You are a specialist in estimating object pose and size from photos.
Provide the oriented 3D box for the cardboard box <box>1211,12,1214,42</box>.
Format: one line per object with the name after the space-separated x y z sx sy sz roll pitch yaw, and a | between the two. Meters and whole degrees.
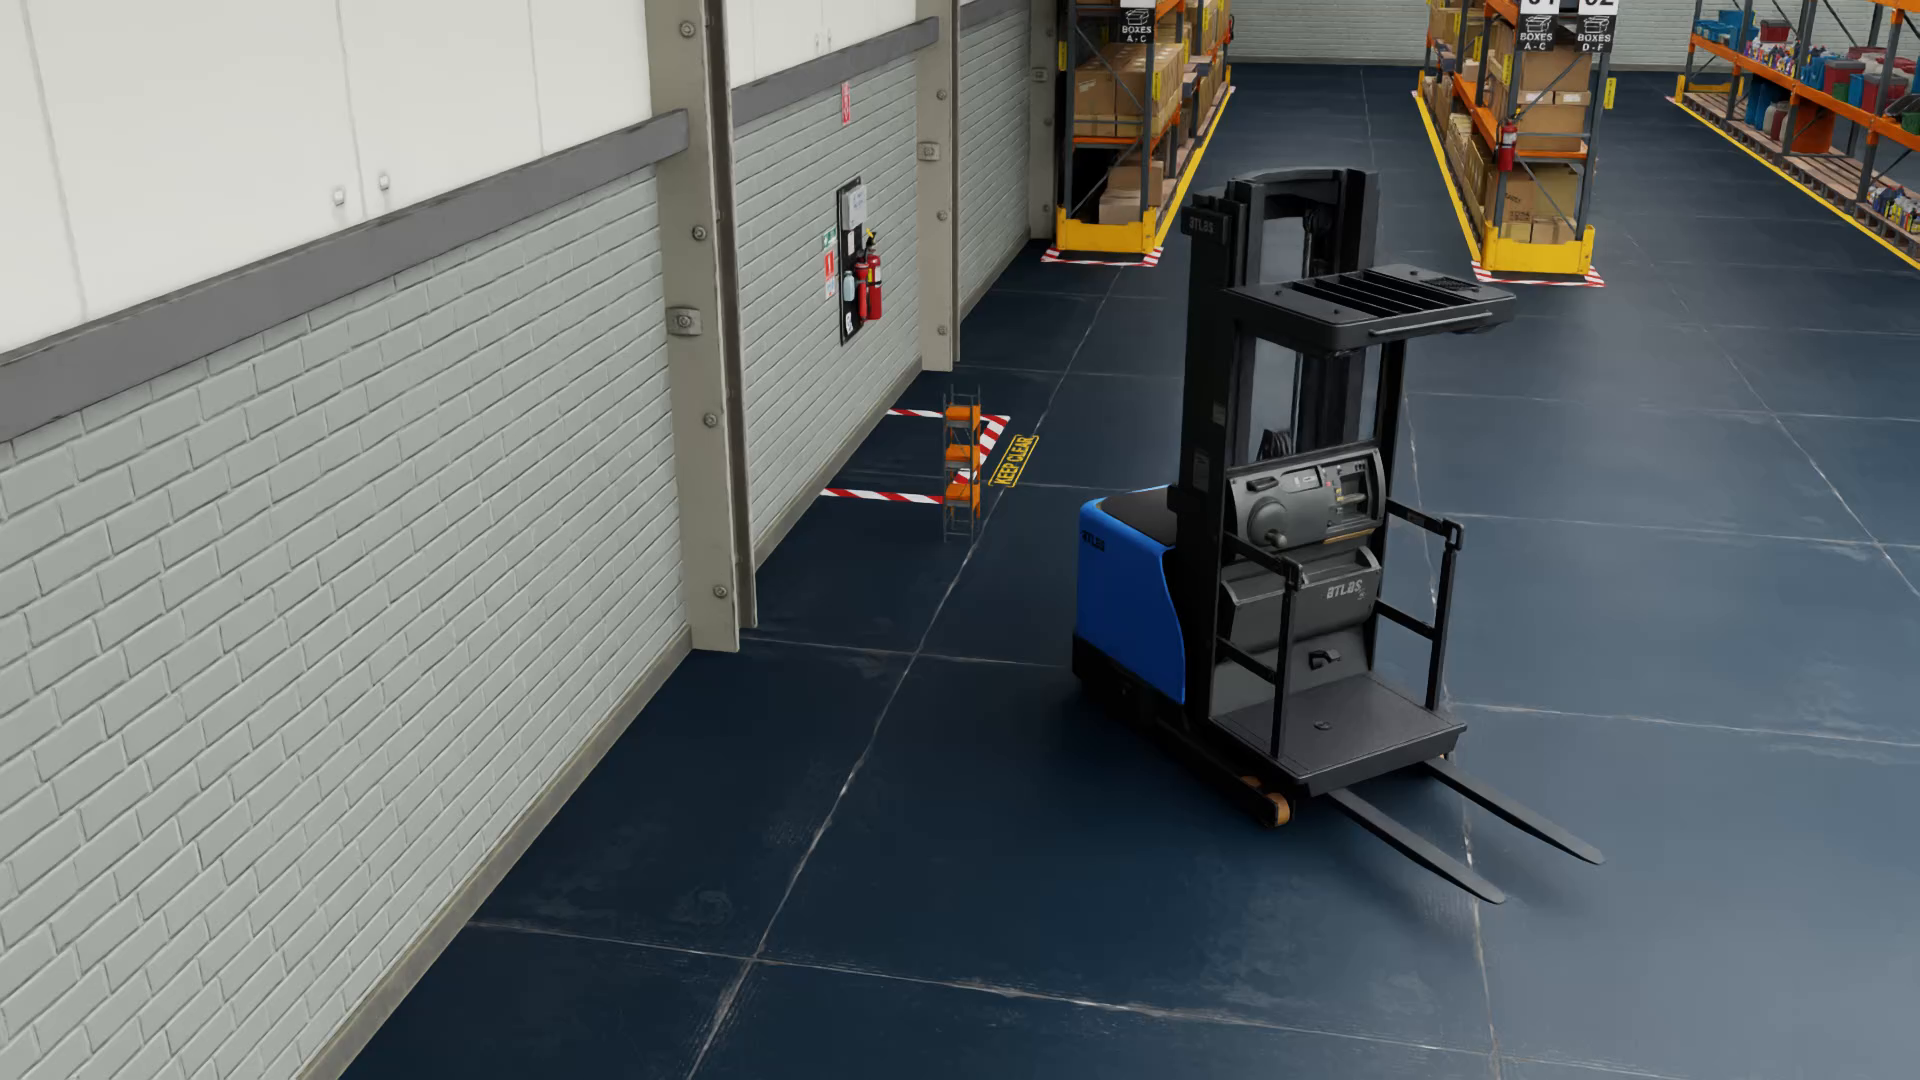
4.132 -8.909 28.900 0.500 0.500 0.500 4 22 11 | cardboard box

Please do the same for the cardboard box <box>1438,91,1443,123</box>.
8.491 -7.406 28.483 0.500 0.500 0.500 5 22 12 | cardboard box

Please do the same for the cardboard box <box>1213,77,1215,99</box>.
4.438 -8.575 31.413 0.700 0.500 0.500 5 22 12 | cardboard box

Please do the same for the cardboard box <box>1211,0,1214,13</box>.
4.122 -9.252 28.748 0.500 0.250 0.500 5 22 12 | cardboard box

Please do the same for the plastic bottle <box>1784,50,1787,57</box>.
13.144 -7.657 26.506 0.061 0.283 0.133 4 22 11 | plastic bottle

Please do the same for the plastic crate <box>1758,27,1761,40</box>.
14.375 -9.036 29.852 0.437 0.282 0.530 4 22 11 | plastic crate

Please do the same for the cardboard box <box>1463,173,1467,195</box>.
7.011 -4.745 22.237 0.500 0.250 0.500 4 22 11 | cardboard box

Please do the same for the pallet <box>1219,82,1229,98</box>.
4.915 -9.145 33.777 1.003 0.211 1.213 4 22 11 | pallet

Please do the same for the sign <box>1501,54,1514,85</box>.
6.058 -5.202 18.388 0.100 0.325 0.005 4 22 11 | sign

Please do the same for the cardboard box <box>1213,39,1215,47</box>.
4.365 -8.927 29.814 0.380 0.149 0.250 5 22 12 | cardboard box

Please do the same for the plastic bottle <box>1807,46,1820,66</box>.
13.615 -7.694 26.508 0.144 0.351 0.185 4 22 11 | plastic bottle

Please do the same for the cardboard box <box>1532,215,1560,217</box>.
7.012 -3.790 19.868 0.500 0.250 0.500 4 22 11 | cardboard box

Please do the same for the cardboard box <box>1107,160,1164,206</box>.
2.280 -4.649 21.638 0.700 0.500 0.500 3 22 8 | cardboard box

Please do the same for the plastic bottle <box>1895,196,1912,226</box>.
11.517 -4.012 20.257 0.144 0.351 0.185 5 23 13 | plastic bottle

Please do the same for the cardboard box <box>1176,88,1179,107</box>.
2.643 -5.910 22.186 0.500 0.250 0.500 5 22 11 | cardboard box

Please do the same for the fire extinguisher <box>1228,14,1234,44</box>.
5.484 -10.548 34.131 0.296 0.674 0.183 4 22 11 | fire extinguisher

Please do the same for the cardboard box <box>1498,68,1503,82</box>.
6.899 -5.764 20.648 0.380 0.149 0.250 4 22 9 | cardboard box

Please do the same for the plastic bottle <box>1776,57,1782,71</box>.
12.960 -7.518 26.272 0.097 0.201 0.097 0 22 0 | plastic bottle

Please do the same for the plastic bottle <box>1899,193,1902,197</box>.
11.769 -4.205 20.844 0.097 0.271 0.097 0 22 0 | plastic bottle

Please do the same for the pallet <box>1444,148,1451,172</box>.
8.013 -5.843 25.579 1.003 0.211 1.213 4 22 11 | pallet

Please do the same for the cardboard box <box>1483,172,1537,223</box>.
6.405 -3.995 19.372 0.500 0.500 0.500 4 22 11 | cardboard box

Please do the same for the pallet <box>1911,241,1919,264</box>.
11.575 -3.164 18.928 1.003 0.211 1.213 4 22 11 | pallet

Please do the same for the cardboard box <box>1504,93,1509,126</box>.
6.904 -5.098 19.864 0.700 0.500 0.500 5 22 11 | cardboard box

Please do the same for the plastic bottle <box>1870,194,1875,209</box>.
11.715 -4.341 21.274 0.097 0.201 0.097 0 22 0 | plastic bottle

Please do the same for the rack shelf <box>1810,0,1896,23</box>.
12.659 -7.382 22.615 1.077 0.370 4.000 4 22 11 | rack shelf

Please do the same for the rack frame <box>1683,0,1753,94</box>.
14.700 -9.981 32.122 1.000 3.000 0.127 4 22 11 | rack frame

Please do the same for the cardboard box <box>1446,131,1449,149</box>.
7.824 -6.185 25.813 0.500 0.250 0.500 4 22 11 | cardboard box

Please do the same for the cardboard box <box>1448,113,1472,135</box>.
7.824 -6.445 25.709 0.500 0.311 0.500 5 23 13 | cardboard box

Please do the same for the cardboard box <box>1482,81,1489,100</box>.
7.402 -6.245 23.024 0.396 0.266 0.258 4 22 10 | cardboard box

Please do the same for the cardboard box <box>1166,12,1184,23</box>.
3.328 -8.234 26.191 0.380 0.149 0.250 2 22 4 | cardboard box

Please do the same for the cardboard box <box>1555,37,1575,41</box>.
6.807 -5.539 19.221 0.700 0.500 0.500 4 22 10 | cardboard box

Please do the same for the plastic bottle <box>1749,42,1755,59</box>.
13.338 -8.229 27.944 0.097 0.271 0.097 0 22 0 | plastic bottle

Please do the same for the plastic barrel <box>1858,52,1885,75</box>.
13.066 -6.715 23.862 0.421 0.512 0.421 0 22 0 | plastic barrel

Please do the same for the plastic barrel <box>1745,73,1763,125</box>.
13.756 -7.542 28.312 0.600 0.901 0.708 4 22 11 | plastic barrel

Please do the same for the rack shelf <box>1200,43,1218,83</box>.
3.777 -8.209 28.683 1.077 0.370 4.000 4 22 11 | rack shelf

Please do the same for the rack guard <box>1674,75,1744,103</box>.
14.692 -8.832 32.613 1.175 0.500 0.348 4 22 11 | rack guard

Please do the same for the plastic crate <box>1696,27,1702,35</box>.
14.180 -9.711 31.722 0.250 0.136 0.298 4 22 11 | plastic crate

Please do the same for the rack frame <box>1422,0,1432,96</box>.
9.851 -10.360 33.063 1.000 3.000 0.127 4 22 11 | rack frame

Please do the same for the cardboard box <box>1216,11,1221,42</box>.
4.312 -9.610 30.798 0.980 0.700 0.700 5 22 12 | cardboard box

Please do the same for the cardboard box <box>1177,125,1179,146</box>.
3.054 -6.409 26.008 0.700 0.500 0.500 4 22 11 | cardboard box

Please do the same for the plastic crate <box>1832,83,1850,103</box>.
12.330 -6.153 22.899 0.450 0.188 0.662 4 22 11 | plastic crate

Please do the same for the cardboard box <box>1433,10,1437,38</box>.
9.194 -9.709 31.313 0.500 0.500 0.500 5 22 12 | cardboard box

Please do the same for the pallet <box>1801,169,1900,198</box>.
12.620 -5.037 23.578 1.003 0.211 1.213 4 22 11 | pallet

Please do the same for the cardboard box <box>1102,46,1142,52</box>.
2.143 -6.291 22.128 0.500 0.500 0.500 4 22 11 | cardboard box

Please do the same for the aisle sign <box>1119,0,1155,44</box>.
2.015 -6.042 18.860 0.394 0.787 0.004 4 22 11 | aisle sign

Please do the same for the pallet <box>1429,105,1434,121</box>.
9.176 -7.855 30.575 1.003 0.211 1.213 4 22 11 | pallet

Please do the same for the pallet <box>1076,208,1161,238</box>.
1.952 -3.914 20.789 1.003 0.211 1.213 4 22 11 | pallet

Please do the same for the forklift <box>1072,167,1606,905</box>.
1.793 -0.180 7.878 1.130 2.935 3.031 -12 25 -27 | forklift

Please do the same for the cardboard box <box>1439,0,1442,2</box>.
8.987 -9.800 30.199 0.500 0.500 0.500 4 22 10 | cardboard box

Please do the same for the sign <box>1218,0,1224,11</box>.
4.718 -9.736 30.069 0.100 0.325 0.005 4 22 11 | sign

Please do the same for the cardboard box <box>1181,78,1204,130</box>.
3.647 -7.267 27.699 0.750 0.750 0.750 4 22 10 | cardboard box

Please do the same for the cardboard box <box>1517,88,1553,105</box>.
6.478 -5.010 18.777 0.380 0.149 0.250 4 22 10 | cardboard box

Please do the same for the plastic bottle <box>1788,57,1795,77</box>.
12.779 -7.266 25.537 0.061 0.283 0.133 4 22 11 | plastic bottle

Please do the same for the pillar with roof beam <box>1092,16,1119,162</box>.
6.471 -9.856 23.780 9.100 9.000 0.400 4 22 11 | pillar with roof beam

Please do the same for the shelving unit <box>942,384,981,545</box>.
0.011 -0.507 11.206 0.215 1.050 0.252 4 22 11 | shelving unit

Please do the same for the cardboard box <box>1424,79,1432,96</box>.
9.259 -8.746 32.146 0.500 0.250 0.500 4 22 11 | cardboard box

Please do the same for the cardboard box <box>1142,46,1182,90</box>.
2.662 -6.256 22.042 0.500 0.500 0.500 4 22 11 | cardboard box

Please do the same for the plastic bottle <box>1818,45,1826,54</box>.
13.791 -7.732 26.602 0.144 0.351 0.185 4 22 11 | plastic bottle

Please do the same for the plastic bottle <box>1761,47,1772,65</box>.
13.180 -7.897 27.113 0.152 0.276 0.135 4 22 11 | plastic bottle
